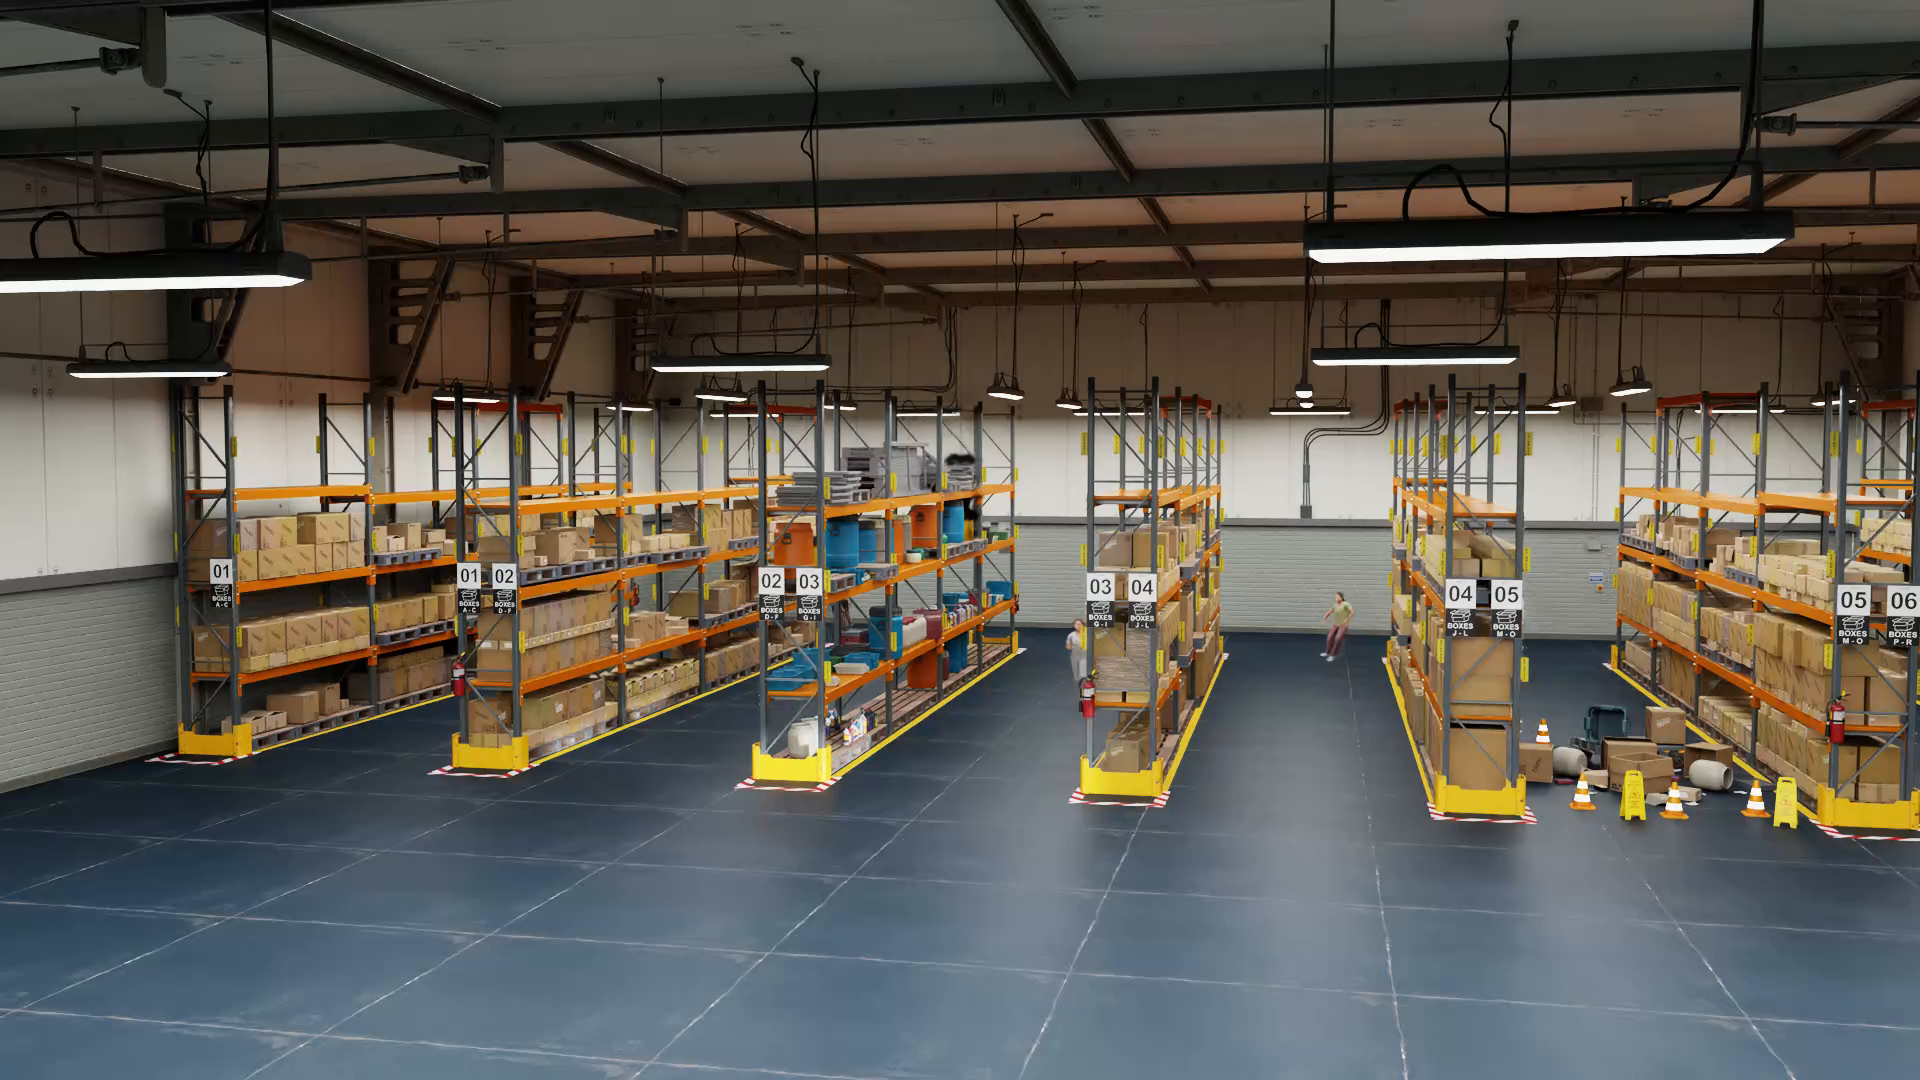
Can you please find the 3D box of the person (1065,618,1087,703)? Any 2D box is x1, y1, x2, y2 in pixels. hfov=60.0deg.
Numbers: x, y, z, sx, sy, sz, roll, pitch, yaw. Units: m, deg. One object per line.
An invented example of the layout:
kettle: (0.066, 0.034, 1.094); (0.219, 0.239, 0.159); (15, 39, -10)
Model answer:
person: (2.315, 2.373, 32.173); (0.546, 1.725, 0.759); (1, 3, 15)

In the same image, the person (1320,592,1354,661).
person: (8.788, 2.014, 39.041); (0.650, 1.610, 0.860); (-3, 4, -45)

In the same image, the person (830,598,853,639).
person: (-3.047, 1.817, 42.433); (0.564, 1.646, 0.664); (2, 4, 31)
